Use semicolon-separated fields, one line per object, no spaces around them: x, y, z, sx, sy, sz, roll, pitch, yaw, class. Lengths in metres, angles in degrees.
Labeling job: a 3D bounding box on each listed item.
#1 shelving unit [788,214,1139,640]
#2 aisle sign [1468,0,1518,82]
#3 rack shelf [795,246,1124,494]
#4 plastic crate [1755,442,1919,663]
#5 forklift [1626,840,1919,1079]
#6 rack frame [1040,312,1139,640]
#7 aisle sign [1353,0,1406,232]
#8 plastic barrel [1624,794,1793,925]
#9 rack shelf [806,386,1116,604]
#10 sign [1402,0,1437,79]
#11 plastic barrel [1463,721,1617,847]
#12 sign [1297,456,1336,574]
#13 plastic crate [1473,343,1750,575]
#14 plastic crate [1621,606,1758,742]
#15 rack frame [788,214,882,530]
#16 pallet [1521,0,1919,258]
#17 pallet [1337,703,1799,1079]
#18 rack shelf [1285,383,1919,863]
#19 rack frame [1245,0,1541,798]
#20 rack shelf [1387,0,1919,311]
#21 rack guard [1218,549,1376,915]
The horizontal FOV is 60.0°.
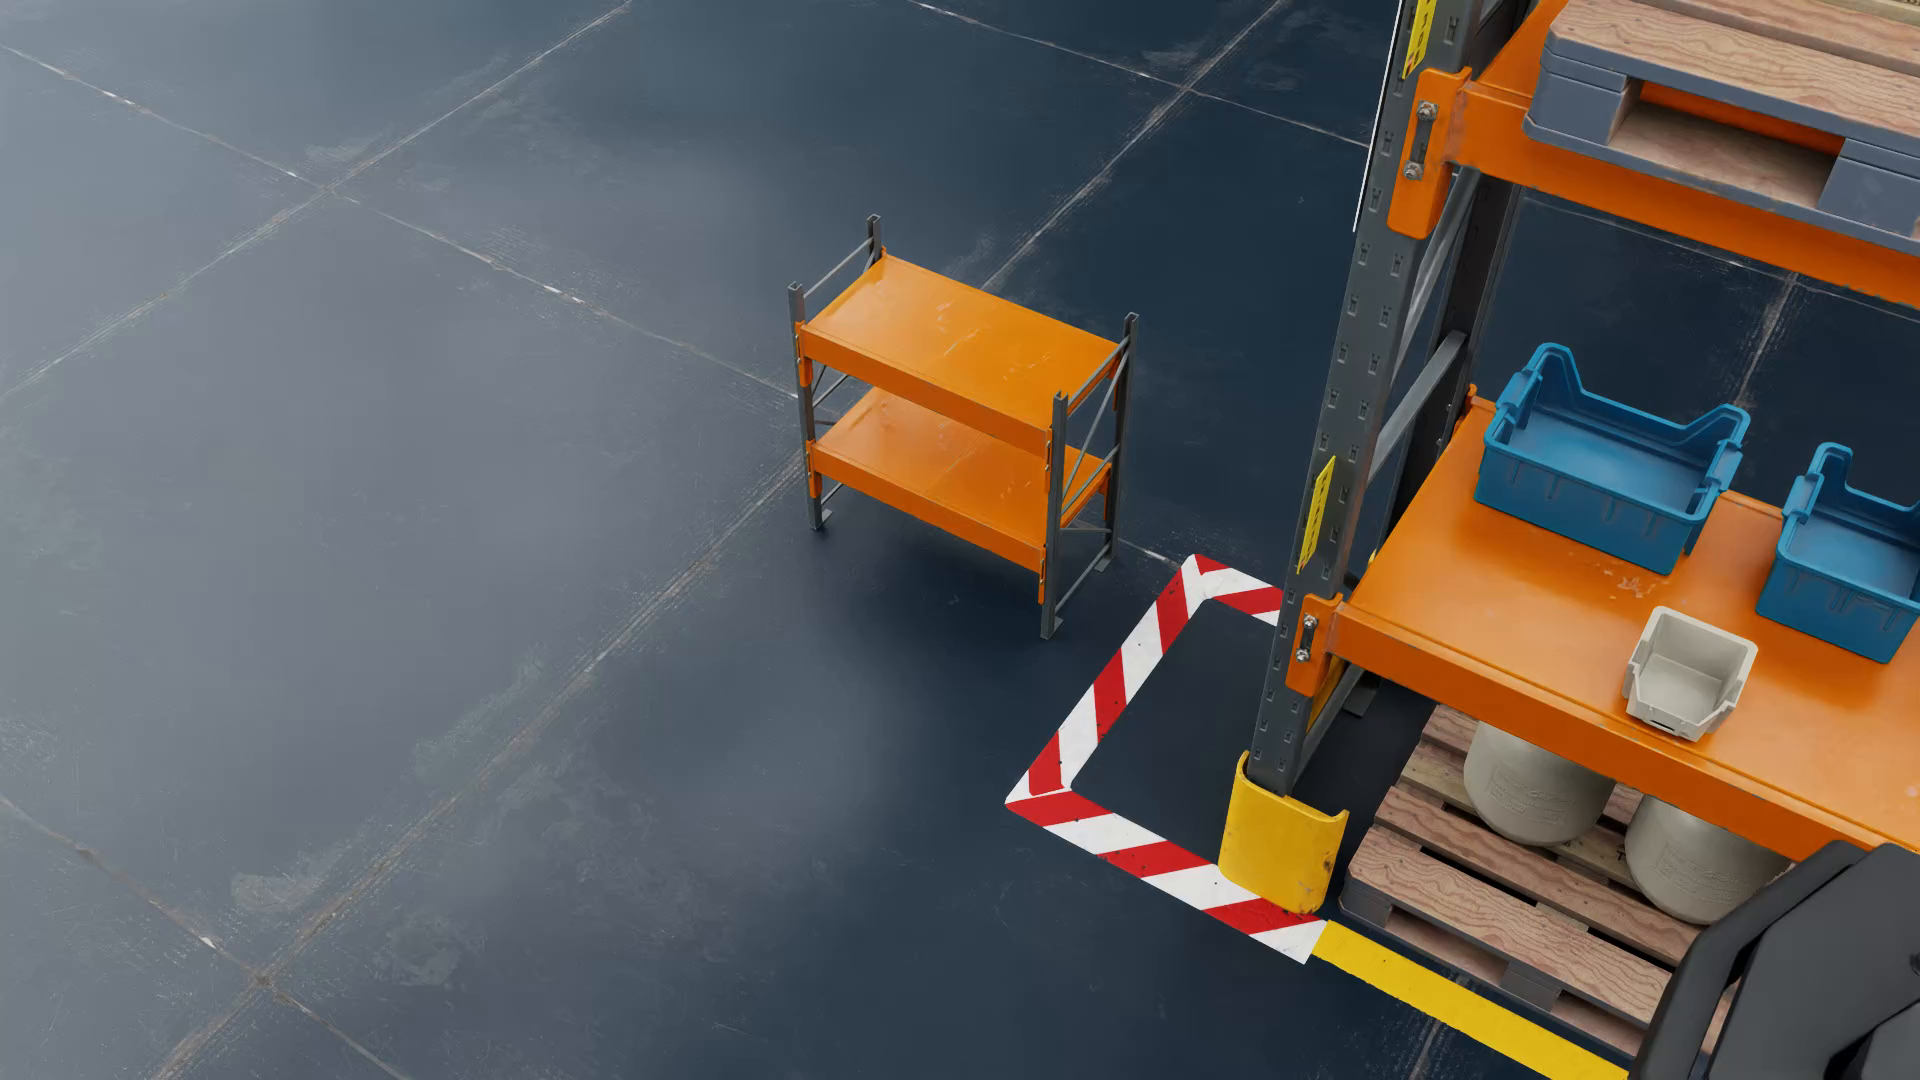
0.006;-0.389;5.844;1.048;1.125;0.538;25;51;22;shelving unit
1.261;-1.404;3.711;0.004;0.787;0.394;25;51;22;aisle sign
0.006;-0.593;5.634;1.000;0.278;0.538;25;51;22;rack shelf
2.287;0.029;4.234;0.408;0.251;0.499;25;51;22;plastic crate
1.408;1.848;2.411;3.031;2.935;1.130;26;51;23;forklift
0.434;-0.193;5.653;0.032;1.125;0.500;25;51;22;rack frame
0.942;-1.048;3.364;0.004;0.787;0.394;25;51;22;aisle sign
2.178;0.832;4.792;0.421;0.512;0.421;0;46;0;plastic barrel
0.006;-0.219;6.019;1.000;0.278;0.538;25;51;22;rack shelf
0.860;-1.009;3.041;0.005;0.325;0.100;25;51;22;sign
1.756;0.638;4.980;0.421;0.512;0.421;0;46;0;plastic barrel
0.860;-0.057;4.021;0.005;0.325;0.100;25;51;22;sign
1.744;-0.226;4.482;0.616;0.251;0.499;25;51;22;plastic crate
1.741;0.341;4.011;0.250;0.136;0.298;25;51;22;plastic crate
-0.422;-0.586;6.035;0.032;1.125;0.500;25;51;22;rack frame
1.805;-0.891;3.065;1.213;0.211;1.003;25;51;22;pallet
1.931;0.999;5.132;1.213;0.211;1.003;25;51;22;pallet
2.845;0.734;3.947;4.000;0.370;1.077;25;51;22;rack shelf
1.161;-0.291;4.442;0.127;3.000;1.000;25;51;22;rack frame
2.845;-0.312;2.871;4.000;0.370;1.077;25;51;22;rack shelf
1.250;0.581;5.337;0.348;0.500;1.175;25;51;22;rack guard
